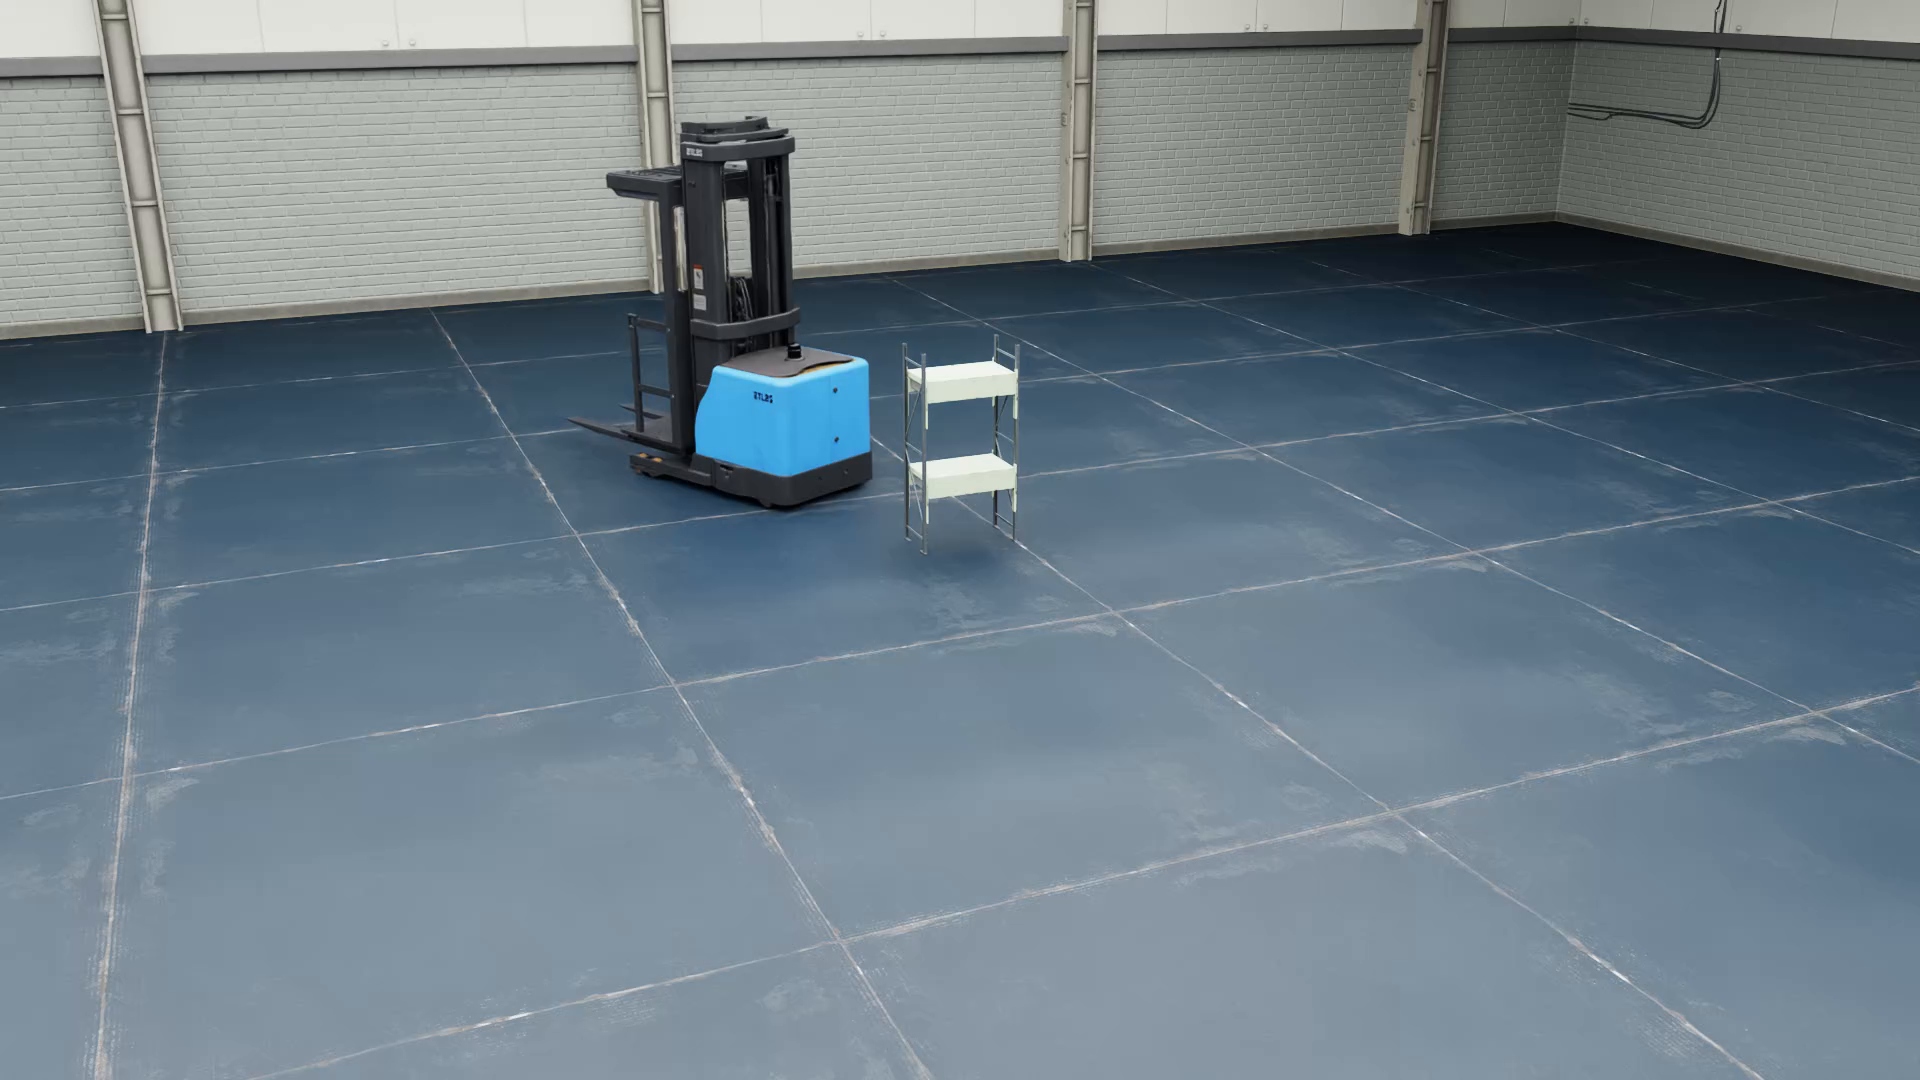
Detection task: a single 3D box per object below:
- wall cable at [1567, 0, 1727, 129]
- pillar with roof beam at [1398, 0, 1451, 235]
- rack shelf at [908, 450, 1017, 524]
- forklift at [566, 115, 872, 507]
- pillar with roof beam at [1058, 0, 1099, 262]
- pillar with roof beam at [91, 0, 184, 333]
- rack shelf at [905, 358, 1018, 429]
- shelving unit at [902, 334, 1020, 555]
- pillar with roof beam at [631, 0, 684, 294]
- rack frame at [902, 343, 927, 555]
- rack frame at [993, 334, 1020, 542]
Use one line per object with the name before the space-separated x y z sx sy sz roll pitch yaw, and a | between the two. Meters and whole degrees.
wall cable | 10.399 -7.616 25.277 0.112 2.526 3.097 -8 21 -22
pillar with roof beam | 8.876 -7.783 21.077 0.400 9.000 9.100 -8 21 -22
rack shelf | 0.006 -0.401 12.384 0.720 0.370 0.431 -8 21 -22
forklift | -2.176 -2.026 13.863 3.031 2.935 1.130 16 25 38
pillar with roof beam | 3.367 -6.994 18.835 0.400 9.000 9.100 -8 21 -22
pillar with roof beam | -7.652 -5.415 14.352 0.400 9.000 9.100 -8 21 -22
rack shelf | 0.006 -1.076 12.146 0.720 0.370 0.431 -8 21 -22
shelving unit | 0.006 -0.708 12.275 0.755 1.500 0.431 -8 21 -22
pillar with roof beam | -2.143 -6.204 16.594 0.400 9.000 9.100 -8 21 -22
rack frame | -0.330 -0.660 12.139 0.023 1.500 0.400 -8 21 -22
rack frame | 0.342 -0.756 12.412 0.023 1.500 0.400 -8 21 -22
